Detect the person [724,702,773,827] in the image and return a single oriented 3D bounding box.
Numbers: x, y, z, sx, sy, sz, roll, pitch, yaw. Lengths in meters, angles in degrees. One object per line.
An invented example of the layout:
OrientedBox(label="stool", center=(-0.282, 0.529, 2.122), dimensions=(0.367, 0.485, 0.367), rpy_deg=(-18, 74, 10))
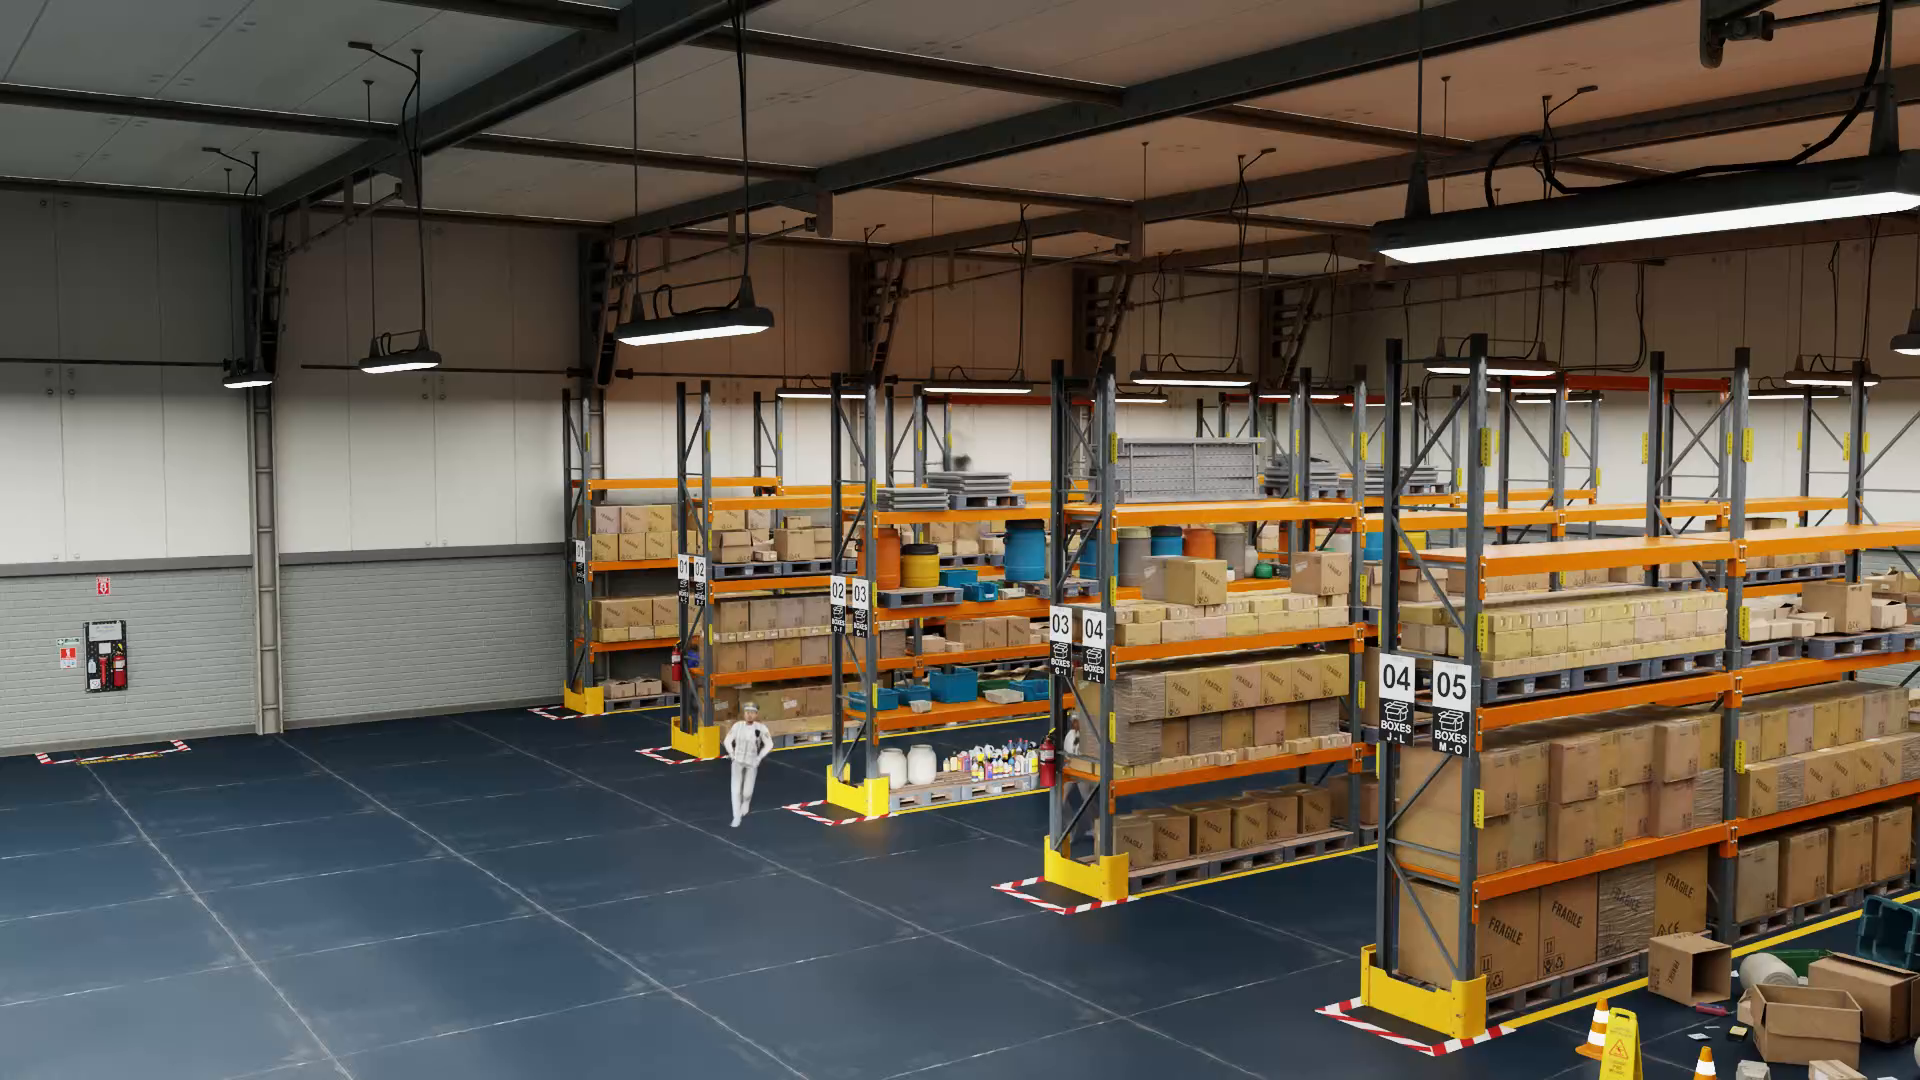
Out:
OrientedBox(label="person", center=(-2.807, 2.945, 21.991), dimensions=(0.643, 1.649, 0.598), rpy_deg=(0, 4, 2))

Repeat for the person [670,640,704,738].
OrientedBox(label="person", center=(-4.626, 2.520, 28.538), dimensions=(0.901, 1.664, 0.610), rpy_deg=(-3, 5, -40))

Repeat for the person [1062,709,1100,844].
OrientedBox(label="person", center=(1.487, 2.981, 20.992), dimensions=(0.536, 1.726, 0.801), rpy_deg=(4, 5, 45))
